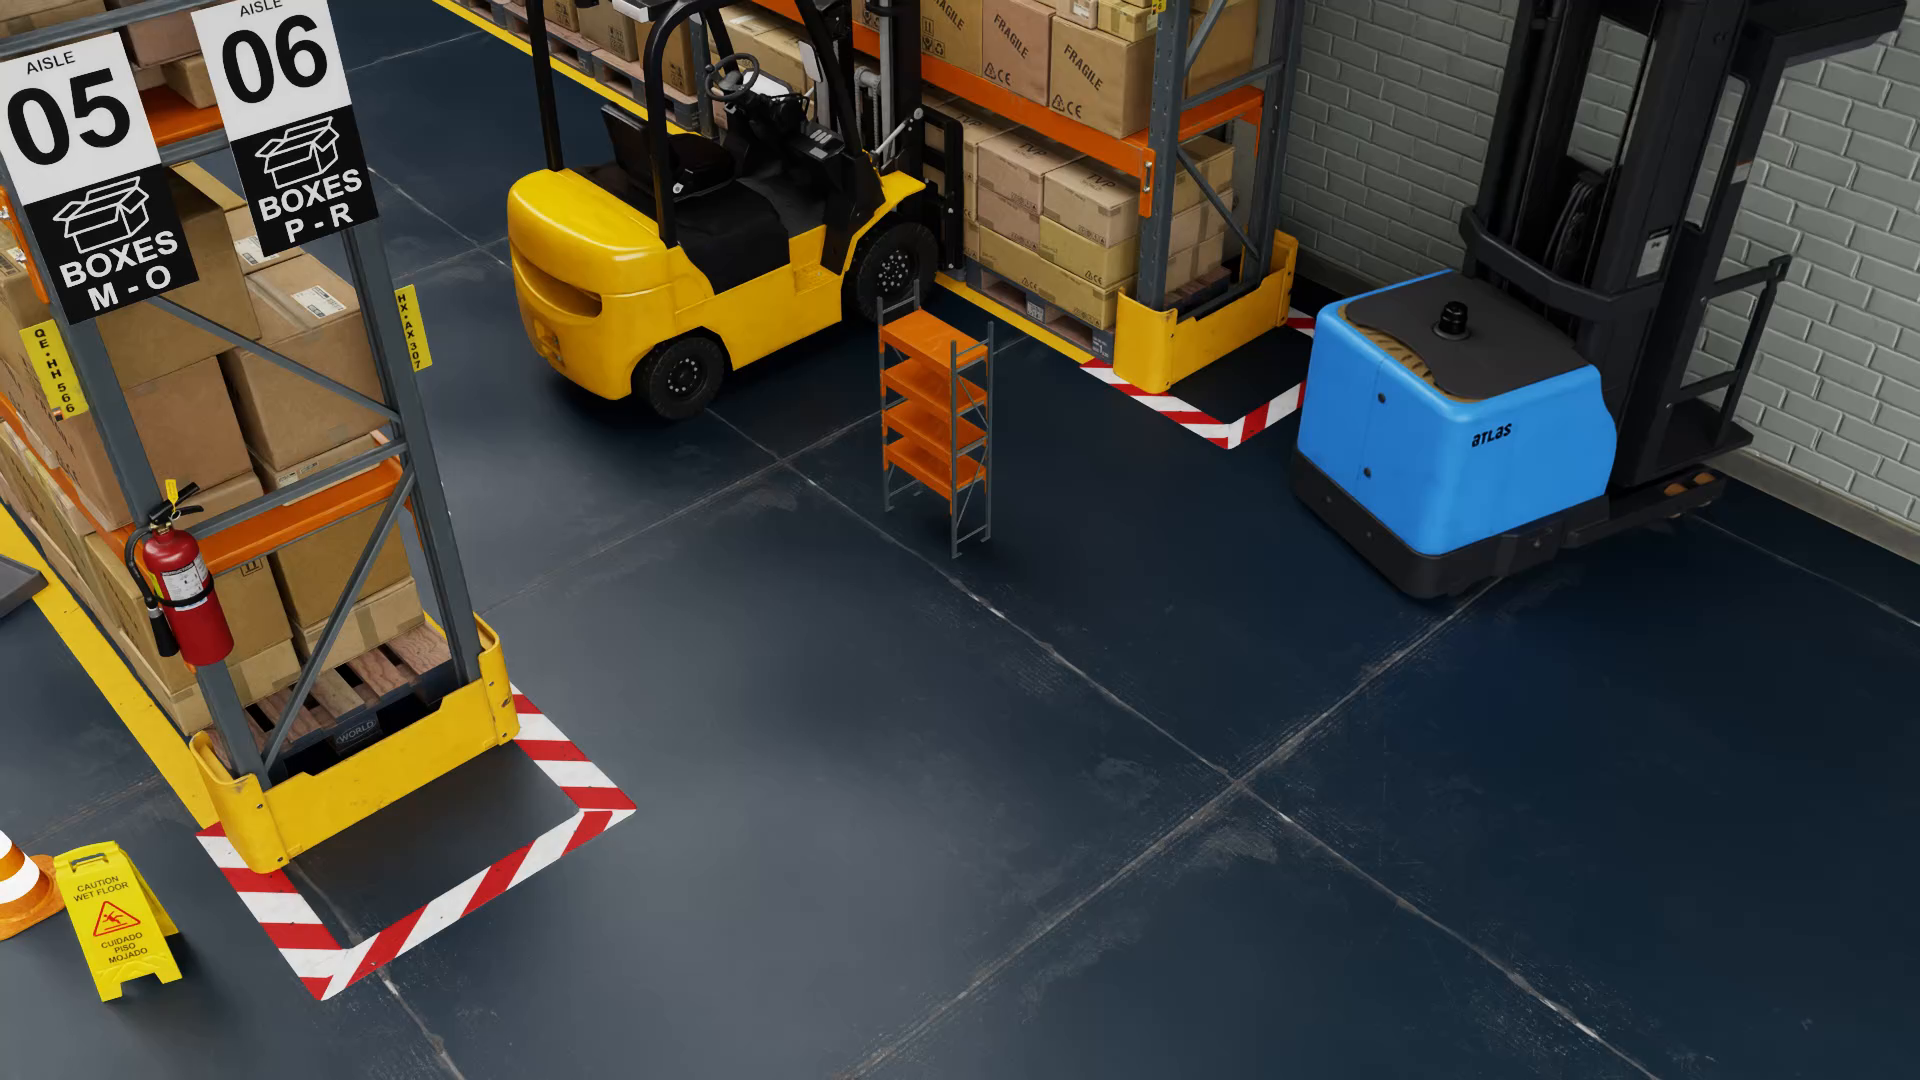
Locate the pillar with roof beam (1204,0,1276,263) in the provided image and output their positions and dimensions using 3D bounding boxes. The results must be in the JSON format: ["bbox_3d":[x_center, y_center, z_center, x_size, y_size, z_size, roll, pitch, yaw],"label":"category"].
[{"bbox_3d":[-1.638,-3.484,5.109,9.100,9.000,0.400,-30,48,-32],"label":"pillar with roof beam"}]

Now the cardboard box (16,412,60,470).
[{"bbox_3d":[-3.331,-0.452,6.330,0.380,0.149,0.250,-29,47,-31],"label":"cardboard box"}]

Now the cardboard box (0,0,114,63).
[{"bbox_3d":[-2.858,-1.510,4.935,0.500,0.250,0.500,-31,48,-32],"label":"cardboard box"}]

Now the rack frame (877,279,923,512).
[{"bbox_3d":[-0.277,-0.656,7.816,0.240,1.200,0.015,-30,48,-32],"label":"rack frame"}]

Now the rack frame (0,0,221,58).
[{"bbox_3d":[-2.314,-2.497,3.887,1.000,3.000,0.127,-30,48,-32],"label":"rack frame"}]

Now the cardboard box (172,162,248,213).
[{"bbox_3d":[-3.128,-1.128,6.651,0.500,0.500,0.500,-31,48,-33],"label":"cardboard box"}]

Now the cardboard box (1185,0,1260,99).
[{"bbox_3d":[1.209,-2.660,8.785,0.500,0.500,0.500,-28,47,-30],"label":"cardboard box"}]

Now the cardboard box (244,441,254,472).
[{"bbox_3d":[-2.573,-0.421,6.292,0.380,0.149,0.250,-29,47,-31],"label":"cardboard box"}]

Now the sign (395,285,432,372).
[{"bbox_3d":[-1.914,-0.730,5.786,0.100,0.325,0.005,-30,48,-32],"label":"sign"}]

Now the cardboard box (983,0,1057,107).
[{"bbox_3d":[0.469,-2.673,8.801,0.500,0.500,0.500,-28,47,-31],"label":"cardboard box"}]

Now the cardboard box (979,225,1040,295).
[{"bbox_3d":[0.460,-1.685,9.511,0.500,0.250,0.500,-30,48,-32],"label":"cardboard box"}]

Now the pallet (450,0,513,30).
[{"bbox_3d":[-3.543,-4.494,13.354,1.003,0.211,1.213,-30,48,-32],"label":"pallet"}]

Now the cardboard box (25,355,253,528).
[{"bbox_3d":[-2.884,-0.452,5.813,0.500,0.500,0.500,-31,48,-32],"label":"cardboard box"}]

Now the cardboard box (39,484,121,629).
[{"bbox_3d":[-3.403,-0.048,6.888,0.500,0.500,0.500,-28,47,-30],"label":"cardboard box"}]

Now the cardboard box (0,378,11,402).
[{"bbox_3d":[-3.555,-0.918,6.391,0.500,0.500,0.500,-30,48,-32],"label":"cardboard box"}]

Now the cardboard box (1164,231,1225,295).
[{"bbox_3d":[1.152,-1.678,9.502,0.500,0.250,0.500,-30,48,-32],"label":"cardboard box"}]

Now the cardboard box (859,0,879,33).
[{"bbox_3d":[-0.225,-3.138,9.376,0.500,0.500,0.500,-30,47,-31],"label":"cardboard box"}]

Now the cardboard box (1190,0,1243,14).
[{"bbox_3d":[1.301,-2.832,8.482,0.380,0.149,0.250,-31,48,-33],"label":"cardboard box"}]

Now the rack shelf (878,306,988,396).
[{"bbox_3d":[-0.112,-0.849,7.429,0.258,0.148,0.480,-30,48,-32],"label":"rack shelf"}]

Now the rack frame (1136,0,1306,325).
[{"bbox_3d":[1.340,-2.274,8.386,1.000,3.000,0.127,-30,48,-32],"label":"rack frame"}]

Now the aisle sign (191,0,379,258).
[{"bbox_3d":[-2.044,-1.277,5.083,0.394,0.787,0.004,-30,48,-32],"label":"aisle sign"}]

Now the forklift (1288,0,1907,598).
[{"bbox_3d":[3.160,-1.526,7.514,3.031,2.935,1.130,-18,42,-21],"label":"forklift"}]

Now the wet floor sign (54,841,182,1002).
[{"bbox_3d":[-2.974,1.296,5.840,0.267,0.644,0.232,-15,41,-17],"label":"wet floor sign"}]

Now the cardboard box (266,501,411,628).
[{"bbox_3d":[-2.672,-0.050,6.890,0.500,0.500,0.500,-32,49,-33],"label":"cardboard box"}]

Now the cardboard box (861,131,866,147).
[{"bbox_3d":[-0.251,-2.354,9.942,0.500,0.250,0.500,-30,48,-32],"label":"cardboard box"}]

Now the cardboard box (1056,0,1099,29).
[{"bbox_3d":[0.704,-2.712,8.333,0.380,0.149,0.250,-29,47,-31],"label":"cardboard box"}]

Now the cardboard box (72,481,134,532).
[{"bbox_3d":[-2.977,-0.218,6.040,0.380,0.149,0.250,-31,48,-32],"label":"cardboard box"}]

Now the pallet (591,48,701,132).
[{"bbox_3d":[-1.893,-3.365,11.956,1.003,0.211,1.213,-30,48,-32],"label":"pallet"}]

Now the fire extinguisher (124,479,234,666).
[{"bbox_3d":[-2.576,0.116,5.489,0.296,0.674,0.183,-30,48,-32],"label":"fire extinguisher"}]

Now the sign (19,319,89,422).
[{"bbox_3d":[-2.736,-0.510,5.029,0.100,0.325,0.005,-30,48,-32],"label":"sign"}]

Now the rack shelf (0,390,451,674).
[{"bbox_3d":[-3.667,-0.809,7.144,1.077,0.370,4.000,-30,48,-32],"label":"rack shelf"}]

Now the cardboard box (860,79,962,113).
[{"bbox_3d":[-0.237,-2.538,9.771,0.500,0.250,0.500,-31,48,-33],"label":"cardboard box"}]

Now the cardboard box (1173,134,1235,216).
[{"bbox_3d":[1.154,-2.060,9.179,0.500,0.250,0.500,-31,48,-32],"label":"cardboard box"}]

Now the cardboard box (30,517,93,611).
[{"bbox_3d":[-3.761,0.001,7.424,0.500,0.250,0.500,-32,49,-33],"label":"cardboard box"}]

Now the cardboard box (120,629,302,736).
[{"bbox_3d":[-3.075,0.472,6.840,0.500,0.250,0.500,-30,48,-32],"label":"cardboard box"}]

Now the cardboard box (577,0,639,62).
[{"bbox_3d":[-2.246,-3.964,12.034,0.875,0.625,0.625,-30,48,-32],"label":"cardboard box"}]

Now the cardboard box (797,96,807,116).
[{"bbox_3d":[-0.924,-2.826,10.526,0.500,0.250,0.500,-30,48,-32],"label":"cardboard box"}]

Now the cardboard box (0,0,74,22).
[{"bbox_3d":[-2.760,-1.573,4.697,0.380,0.149,0.250,-29,47,-31],"label":"cardboard box"}]

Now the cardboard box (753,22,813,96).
[{"bbox_3d":[-0.931,-3.010,10.355,0.500,0.250,0.500,-30,48,-32],"label":"cardboard box"}]

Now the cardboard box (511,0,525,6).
[{"bbox_3d":[-3.211,-4.622,12.850,0.875,0.625,0.625,-28,47,-30],"label":"cardboard box"}]

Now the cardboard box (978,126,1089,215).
[{"bbox_3d":[0.449,-2.071,9.193,0.500,0.250,0.500,-29,47,-31],"label":"cardboard box"}]

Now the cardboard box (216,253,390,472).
[{"bbox_3d":[-2.430,-0.655,6.065,0.500,0.500,0.500,-31,48,-32],"label":"cardboard box"}]

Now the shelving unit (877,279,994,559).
[{"bbox_3d":[-0.112,-0.543,7.676,0.258,1.200,0.503,-30,48,-32],"label":"shelving unit"}]

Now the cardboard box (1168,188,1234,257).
[{"bbox_3d":[1.175,-1.868,9.340,0.500,0.250,0.500,-29,47,-31],"label":"cardboard box"}]

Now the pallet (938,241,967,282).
[{"bbox_3d":[-0.029,-2.090,10.377,1.003,0.211,1.213,-30,48,-32],"label":"pallet"}]

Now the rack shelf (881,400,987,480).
[{"bbox_3d":[-0.112,-0.491,7.718,0.258,0.148,0.480,-30,48,-32],"label":"rack shelf"}]

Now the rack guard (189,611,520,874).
[{"bbox_3d":[-2.365,0.774,6.601,1.175,0.500,0.348,-30,48,-32],"label":"rack guard"}]

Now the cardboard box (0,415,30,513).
[{"bbox_3d":[-4.099,-0.528,7.482,0.500,0.500,0.500,-27,46,-30],"label":"cardboard box"}]

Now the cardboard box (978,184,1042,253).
[{"bbox_3d":[0.449,-1.891,9.369,0.500,0.250,0.500,-30,48,-32],"label":"cardboard box"}]

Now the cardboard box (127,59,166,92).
[{"bbox_3d":[-2.543,-1.607,5.373,0.380,0.149,0.250,-32,48,-33],"label":"cardboard box"}]

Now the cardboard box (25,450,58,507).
[{"bbox_3d":[-3.513,-0.320,6.707,0.380,0.149,0.250,-29,47,-31],"label":"cardboard box"}]

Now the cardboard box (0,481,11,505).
[{"bbox_3d":[-4.450,-0.478,8.016,0.500,0.250,0.500,-27,46,-30],"label":"cardboard box"}]

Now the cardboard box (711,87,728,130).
[{"bbox_3d":[-1.282,-2.854,10.959,0.500,0.250,0.500,-29,47,-31],"label":"cardboard box"}]
